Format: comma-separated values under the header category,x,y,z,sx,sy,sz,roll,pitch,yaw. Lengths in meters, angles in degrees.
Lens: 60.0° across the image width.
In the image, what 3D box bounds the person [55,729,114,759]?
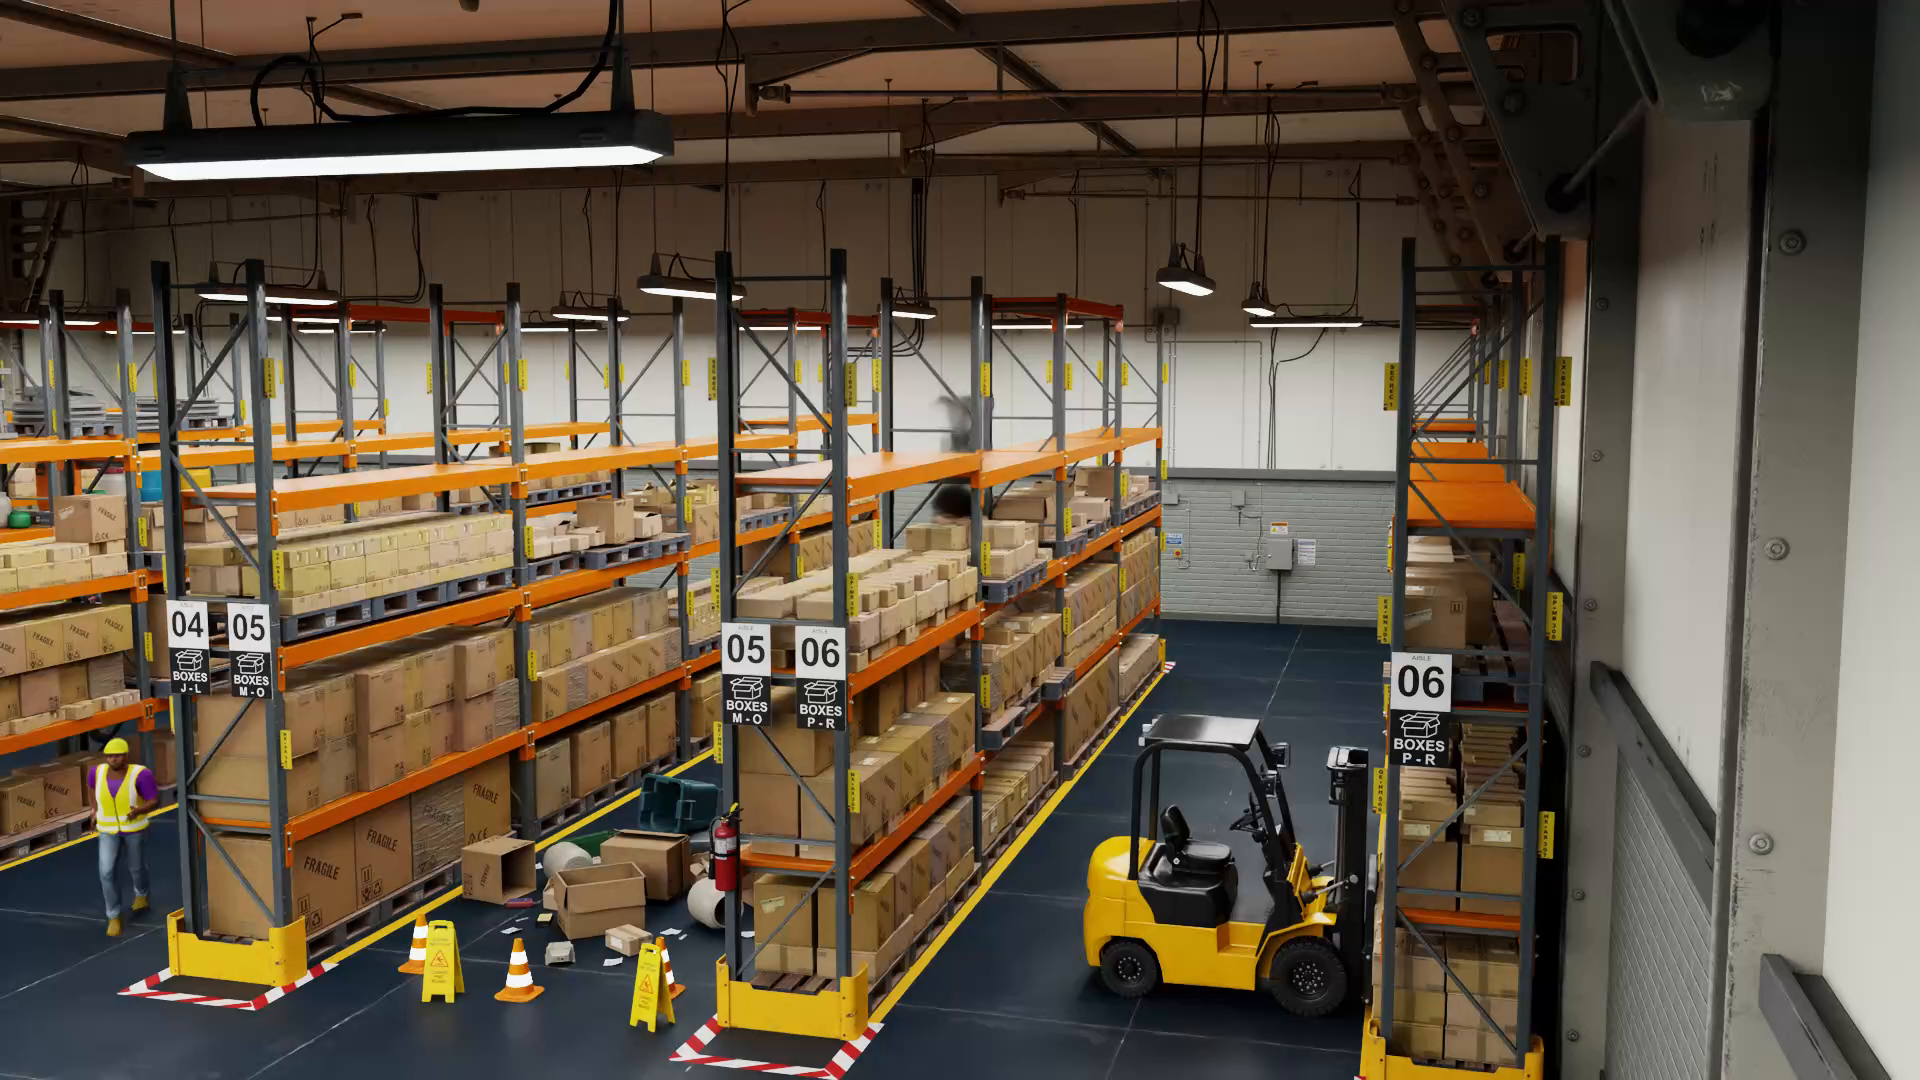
category,x,y,z,sx,sy,sz,roll,pitch,yaw
person,-11.079,2.156,20.969,0.542,1.682,1.018,1,6,9

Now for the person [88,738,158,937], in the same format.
category,x,y,z,sx,sy,sz,roll,pitch,yaw
person,-7.691,2.695,15.309,0.620,1.815,0.896,-2,6,-18
